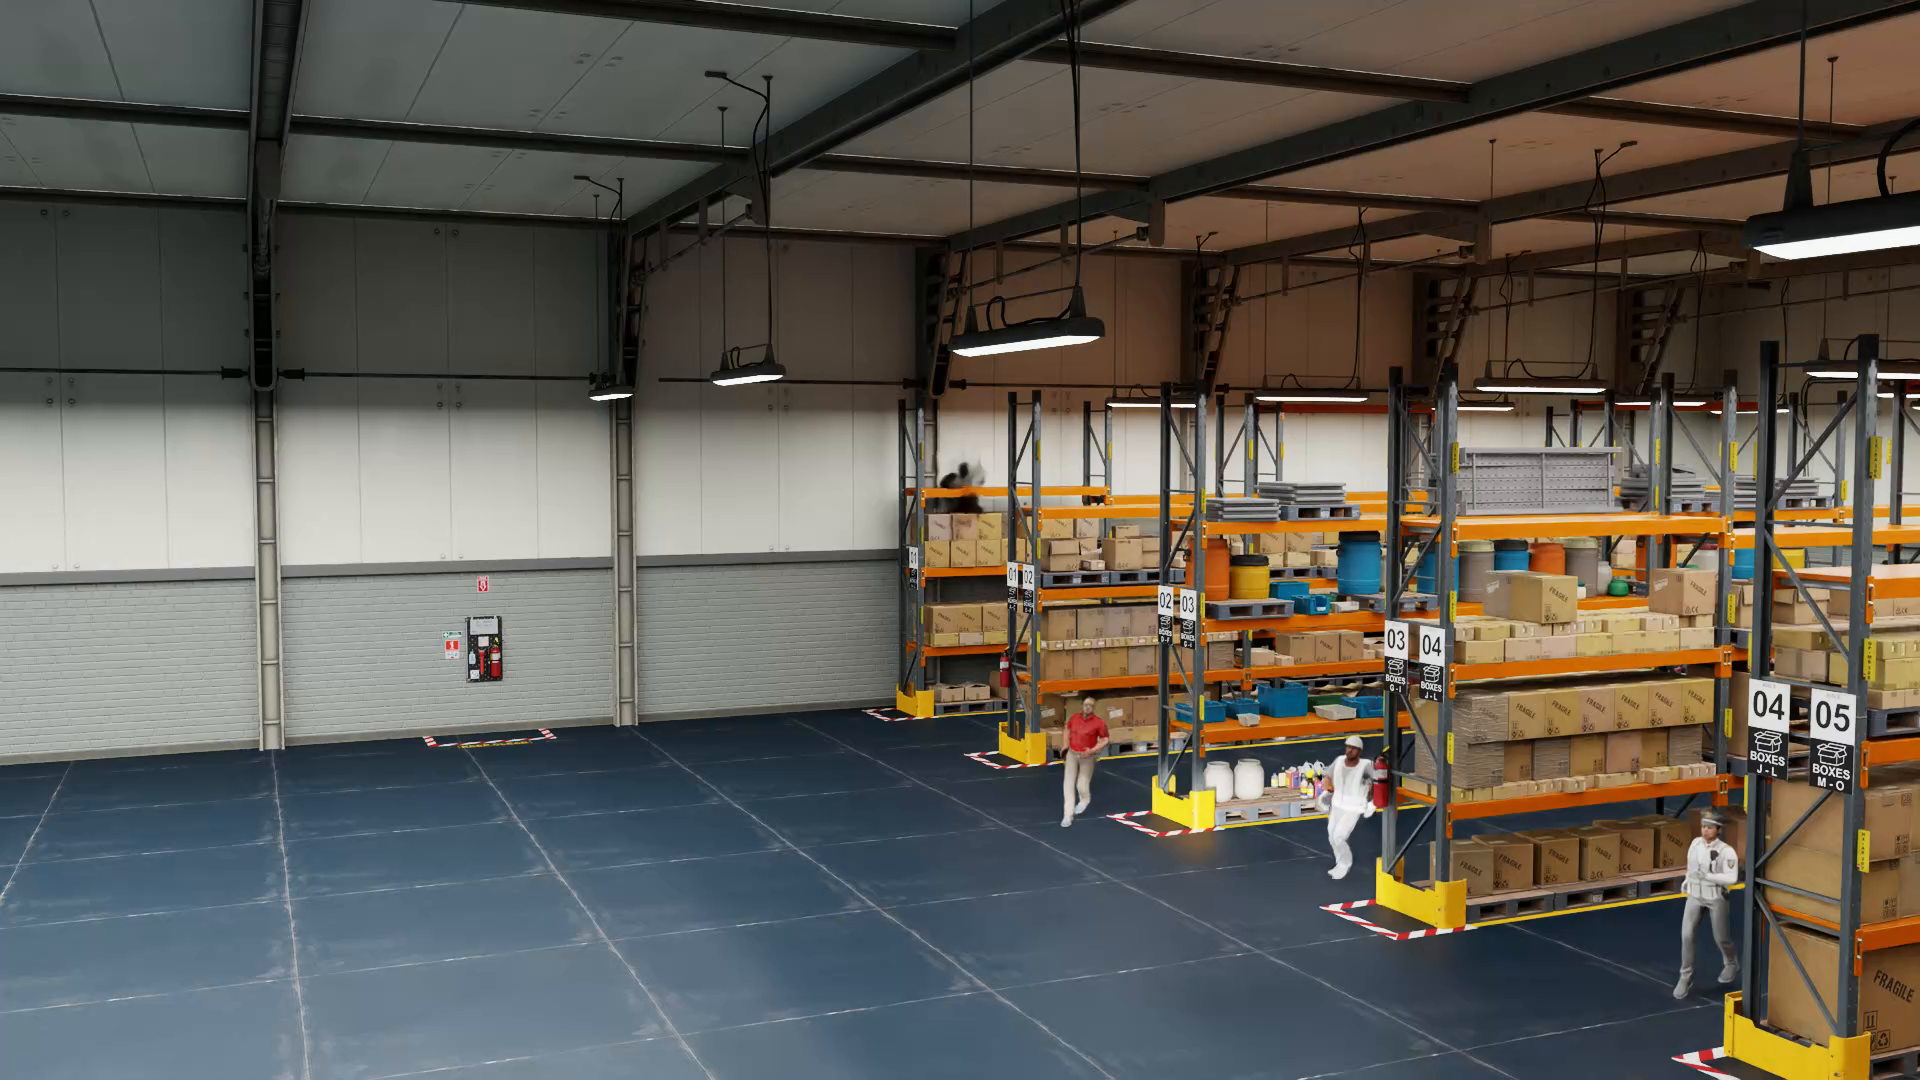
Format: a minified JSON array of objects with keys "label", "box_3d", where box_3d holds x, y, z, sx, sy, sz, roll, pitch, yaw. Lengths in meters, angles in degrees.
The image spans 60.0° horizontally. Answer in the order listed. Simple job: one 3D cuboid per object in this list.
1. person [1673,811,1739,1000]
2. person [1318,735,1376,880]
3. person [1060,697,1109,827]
[{"label":"person","box_3d":[7.019,3.388,15.590,0.837,1.727,0.593,-3,4,-39]},{"label":"person","box_3d":[4.548,3.149,19.510,0.609,1.728,0.745,-3,4,-39]},{"label":"person","box_3d":[1.705,3.000,22.661,0.687,1.722,0.793,1,4,21]}]
